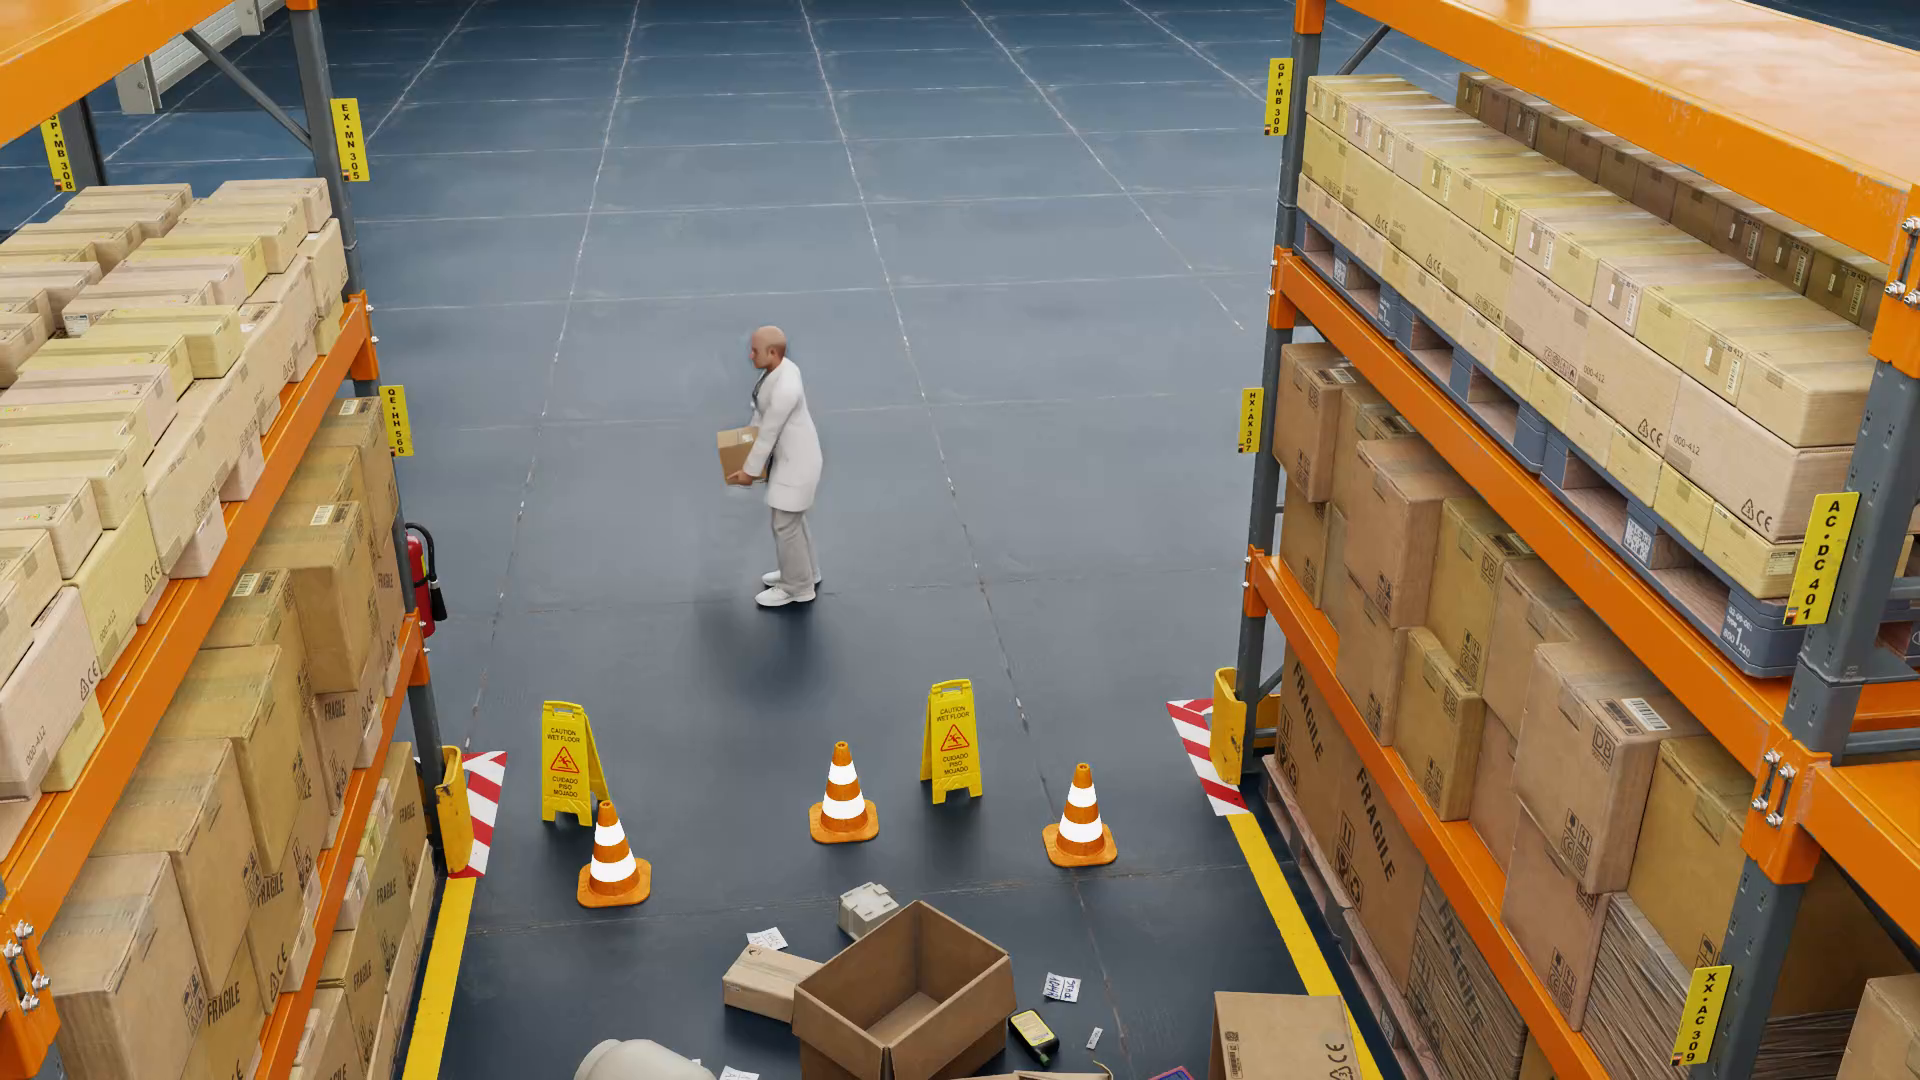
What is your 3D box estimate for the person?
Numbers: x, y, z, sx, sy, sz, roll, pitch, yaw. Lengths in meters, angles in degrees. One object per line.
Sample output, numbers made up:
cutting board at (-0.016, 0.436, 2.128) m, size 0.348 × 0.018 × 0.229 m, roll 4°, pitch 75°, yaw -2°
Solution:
person at (-1.121, -0.453, 10.039) m, size 0.580 × 1.771 × 0.530 m, roll -4°, pitch 27°, yaw -8°
